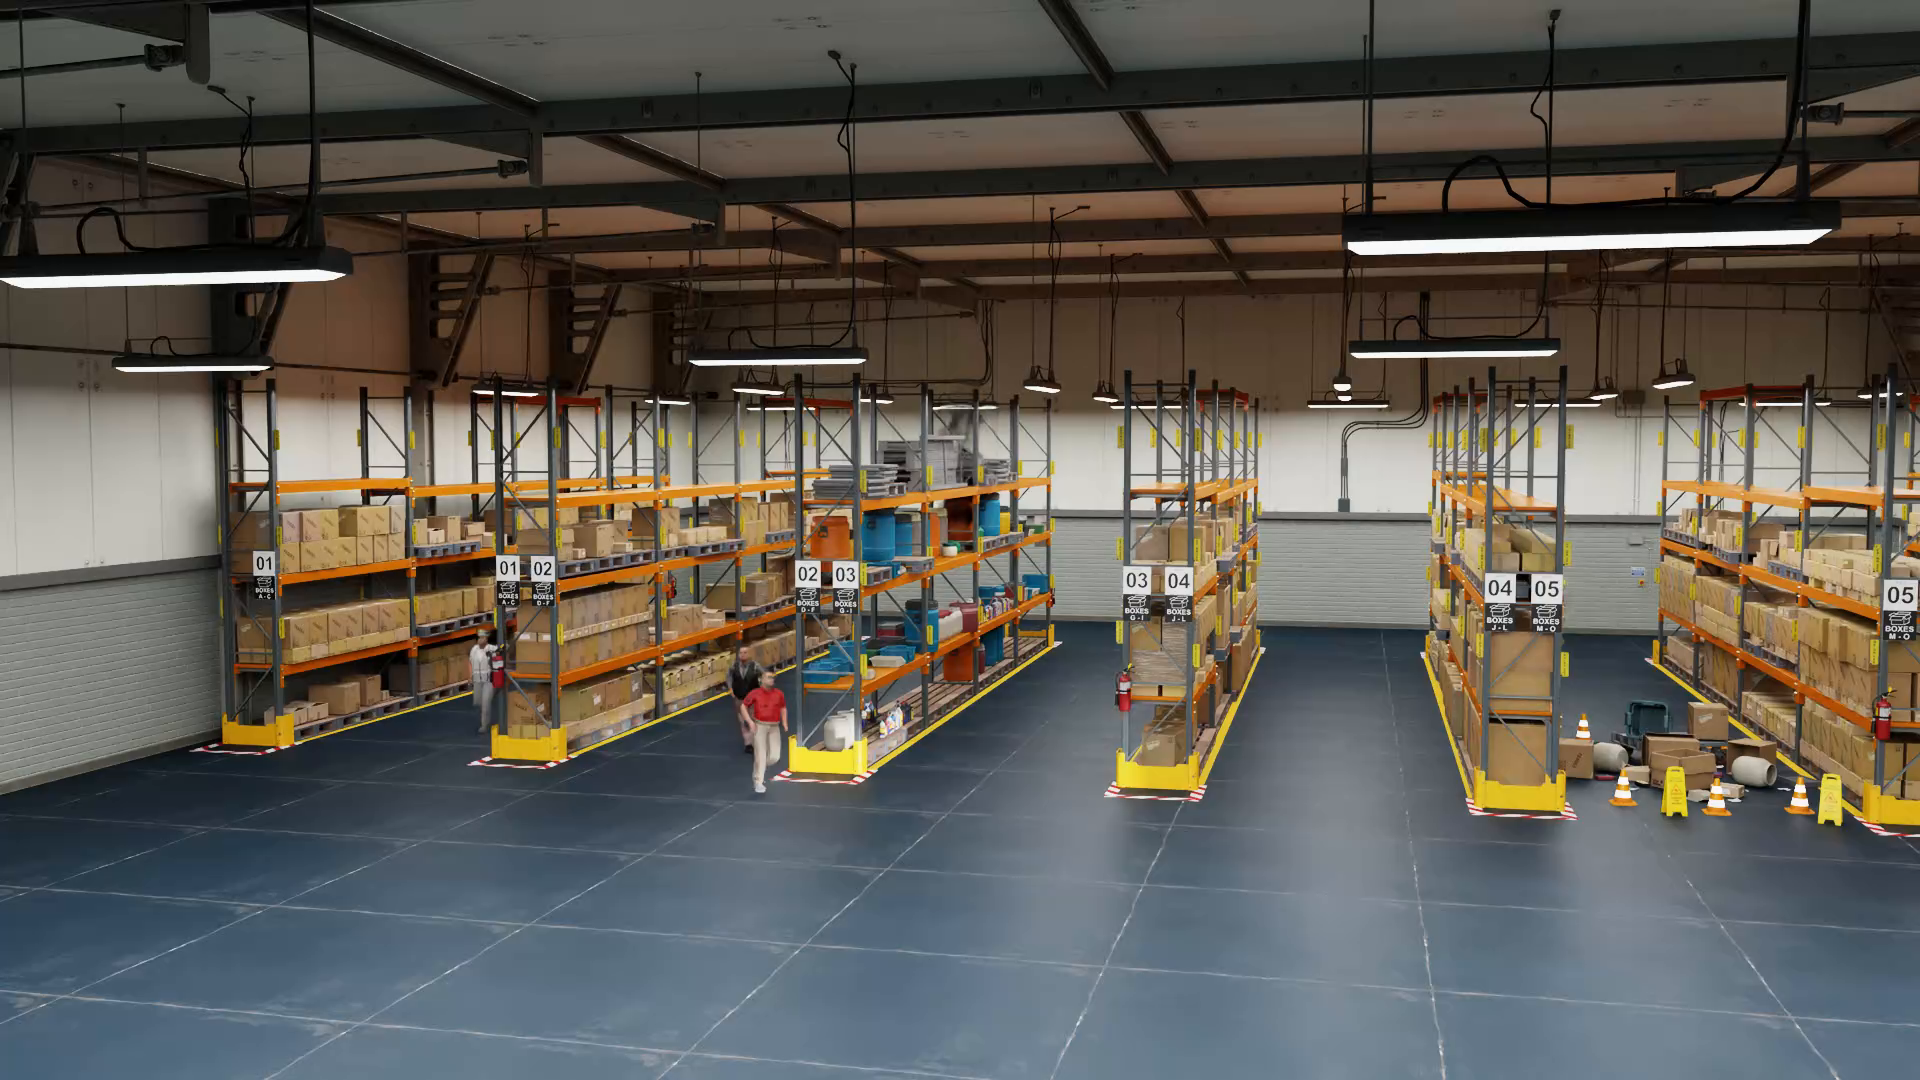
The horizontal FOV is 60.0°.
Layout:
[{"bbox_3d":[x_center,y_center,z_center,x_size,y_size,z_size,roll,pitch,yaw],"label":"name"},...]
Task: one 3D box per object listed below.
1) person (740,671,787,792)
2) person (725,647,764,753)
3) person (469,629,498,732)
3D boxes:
[{"bbox_3d":[-2.786,2.741,23.920,0.705,1.689,0.540,-2,4,-27],"label":"person"},{"bbox_3d":[-3.453,2.560,26.852,0.680,1.688,0.610,0,3,4],"label":"person"},{"bbox_3d":[-8.195,2.410,28.822,0.660,1.766,0.662,0,3,7],"label":"person"}]
